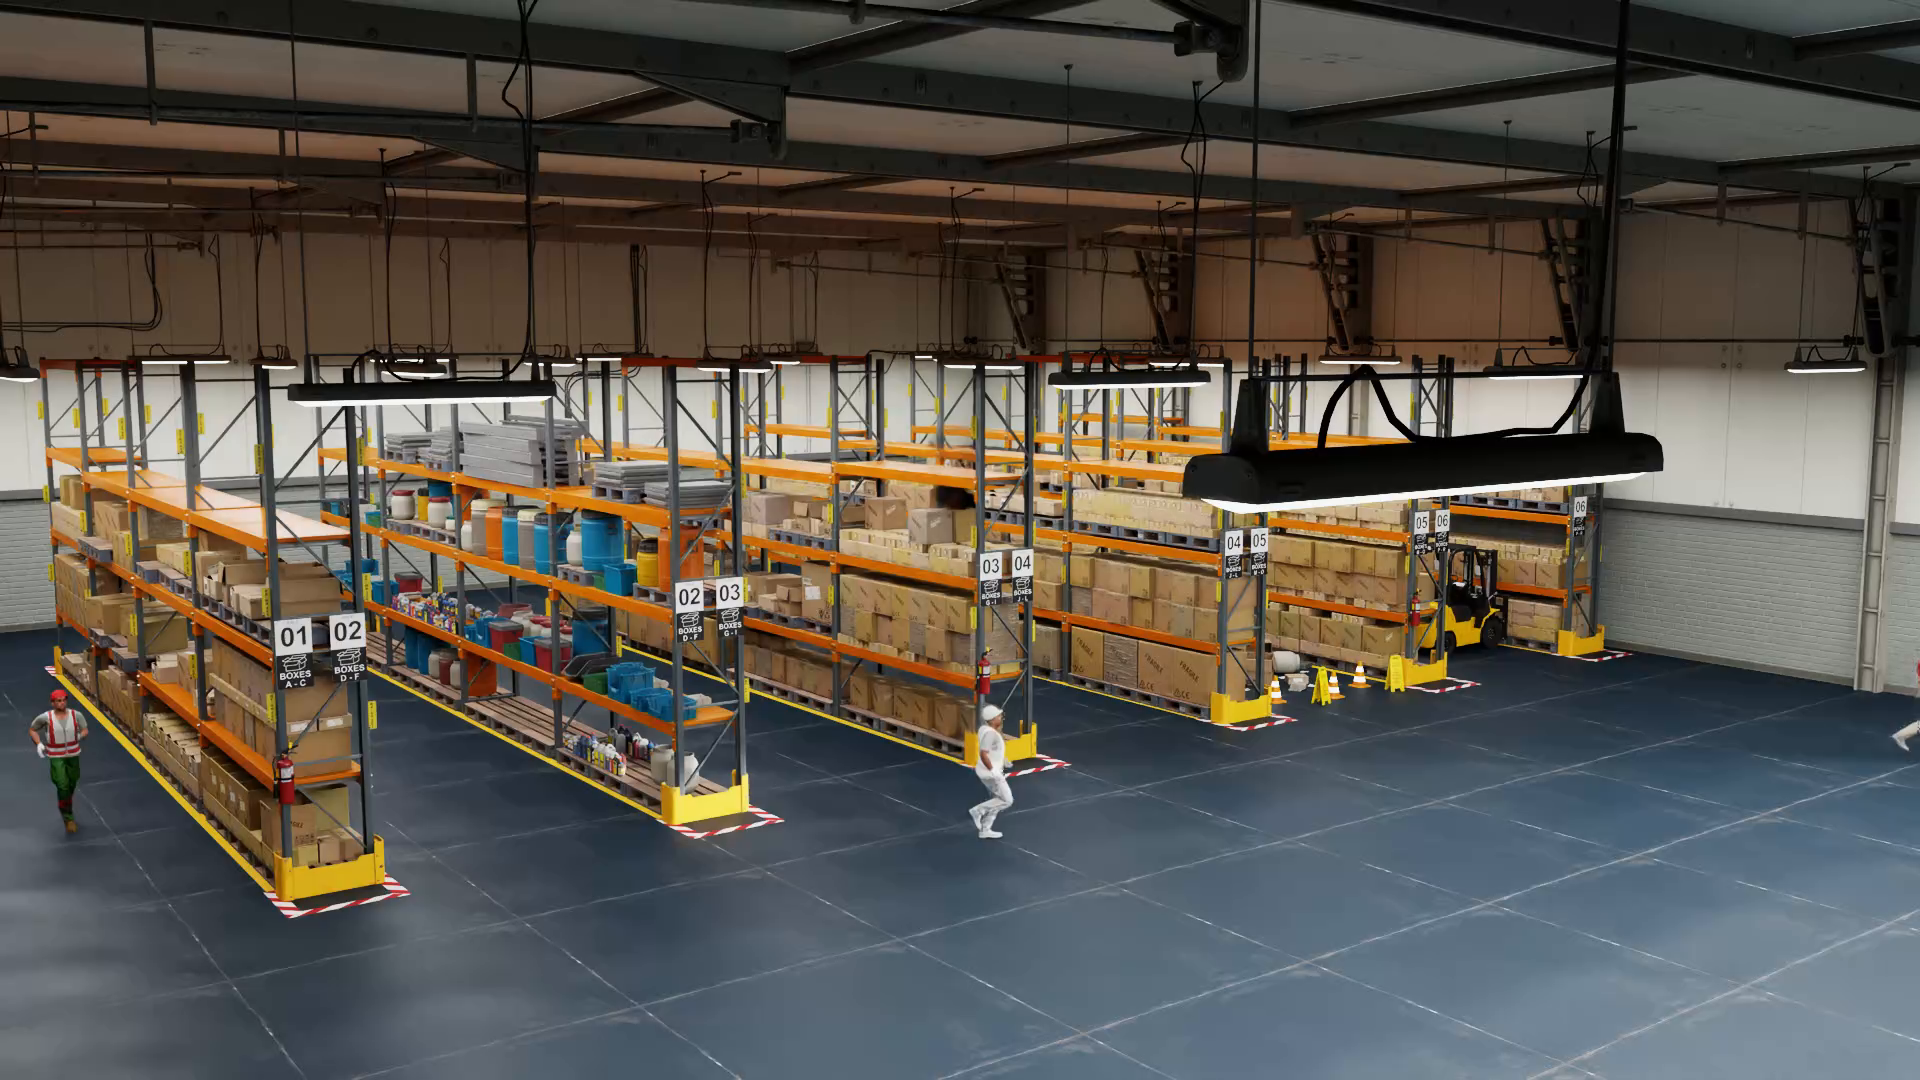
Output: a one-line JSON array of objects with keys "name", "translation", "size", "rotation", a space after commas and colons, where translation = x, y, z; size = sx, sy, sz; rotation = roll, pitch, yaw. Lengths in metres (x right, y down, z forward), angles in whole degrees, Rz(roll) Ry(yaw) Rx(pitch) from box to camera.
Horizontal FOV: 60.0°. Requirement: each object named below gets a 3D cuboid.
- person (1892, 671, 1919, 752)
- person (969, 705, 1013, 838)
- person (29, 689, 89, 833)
[{"name": "person", "translation": [14.707, 2.456, 25.136], "size": [0.923, 1.700, 0.671], "rotation": [1, 7, 11]}, {"name": "person", "translation": [0.395, 2.953, 21.175], "size": [0.599, 1.715, 0.650], "rotation": [-1, 7, -8]}, {"name": "person", "translation": [-11.678, 2.834, 21.658], "size": [0.848, 1.808, 0.645], "rotation": [7, 10, 44]}]
